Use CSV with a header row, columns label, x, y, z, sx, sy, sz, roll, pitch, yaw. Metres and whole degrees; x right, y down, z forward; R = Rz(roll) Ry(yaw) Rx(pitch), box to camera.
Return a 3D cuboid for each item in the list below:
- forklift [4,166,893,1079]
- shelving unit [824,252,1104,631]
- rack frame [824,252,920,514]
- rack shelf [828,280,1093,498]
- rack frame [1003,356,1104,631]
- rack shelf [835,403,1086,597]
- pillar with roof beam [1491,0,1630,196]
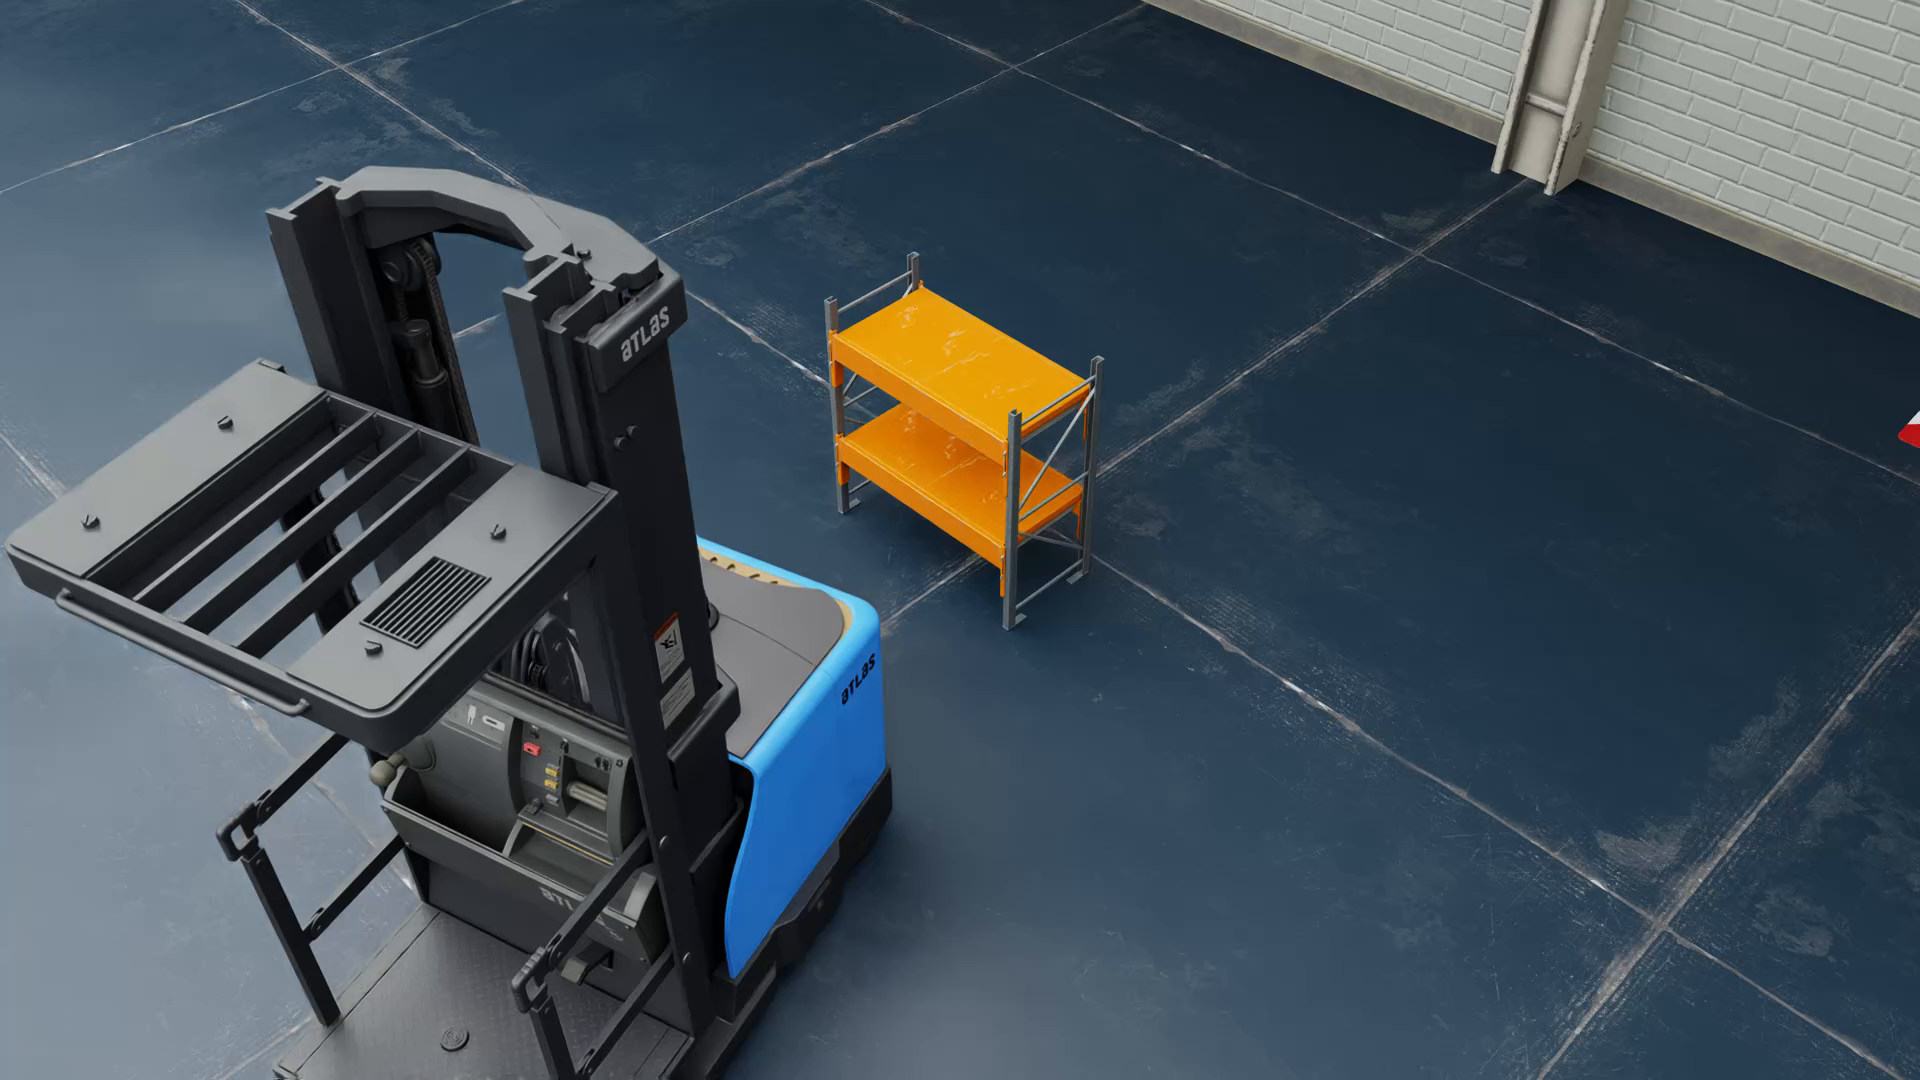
label,x,y,z,sx,sy,sz,roll,pitch,yaw
forklift,-1.381,0.659,4.378,1.130,2.935,3.031,20,46,20
shelving unit,0.005,-0.410,6.865,0.538,1.125,1.048,-34,53,-31
rack frame,-0.354,-0.654,7.129,0.500,1.125,0.032,-34,53,-31
rack shelf,0.005,-0.625,6.666,0.538,0.278,1.000,-34,53,-31
rack frame,0.364,-0.166,6.600,0.500,1.125,0.032,-34,53,-31
rack shelf,0.005,-0.230,7.031,0.538,0.278,1.000,-34,53,-31
pillar with roof beam,0.246,-3.343,4.237,9.100,9.000,0.400,-34,53,-31
